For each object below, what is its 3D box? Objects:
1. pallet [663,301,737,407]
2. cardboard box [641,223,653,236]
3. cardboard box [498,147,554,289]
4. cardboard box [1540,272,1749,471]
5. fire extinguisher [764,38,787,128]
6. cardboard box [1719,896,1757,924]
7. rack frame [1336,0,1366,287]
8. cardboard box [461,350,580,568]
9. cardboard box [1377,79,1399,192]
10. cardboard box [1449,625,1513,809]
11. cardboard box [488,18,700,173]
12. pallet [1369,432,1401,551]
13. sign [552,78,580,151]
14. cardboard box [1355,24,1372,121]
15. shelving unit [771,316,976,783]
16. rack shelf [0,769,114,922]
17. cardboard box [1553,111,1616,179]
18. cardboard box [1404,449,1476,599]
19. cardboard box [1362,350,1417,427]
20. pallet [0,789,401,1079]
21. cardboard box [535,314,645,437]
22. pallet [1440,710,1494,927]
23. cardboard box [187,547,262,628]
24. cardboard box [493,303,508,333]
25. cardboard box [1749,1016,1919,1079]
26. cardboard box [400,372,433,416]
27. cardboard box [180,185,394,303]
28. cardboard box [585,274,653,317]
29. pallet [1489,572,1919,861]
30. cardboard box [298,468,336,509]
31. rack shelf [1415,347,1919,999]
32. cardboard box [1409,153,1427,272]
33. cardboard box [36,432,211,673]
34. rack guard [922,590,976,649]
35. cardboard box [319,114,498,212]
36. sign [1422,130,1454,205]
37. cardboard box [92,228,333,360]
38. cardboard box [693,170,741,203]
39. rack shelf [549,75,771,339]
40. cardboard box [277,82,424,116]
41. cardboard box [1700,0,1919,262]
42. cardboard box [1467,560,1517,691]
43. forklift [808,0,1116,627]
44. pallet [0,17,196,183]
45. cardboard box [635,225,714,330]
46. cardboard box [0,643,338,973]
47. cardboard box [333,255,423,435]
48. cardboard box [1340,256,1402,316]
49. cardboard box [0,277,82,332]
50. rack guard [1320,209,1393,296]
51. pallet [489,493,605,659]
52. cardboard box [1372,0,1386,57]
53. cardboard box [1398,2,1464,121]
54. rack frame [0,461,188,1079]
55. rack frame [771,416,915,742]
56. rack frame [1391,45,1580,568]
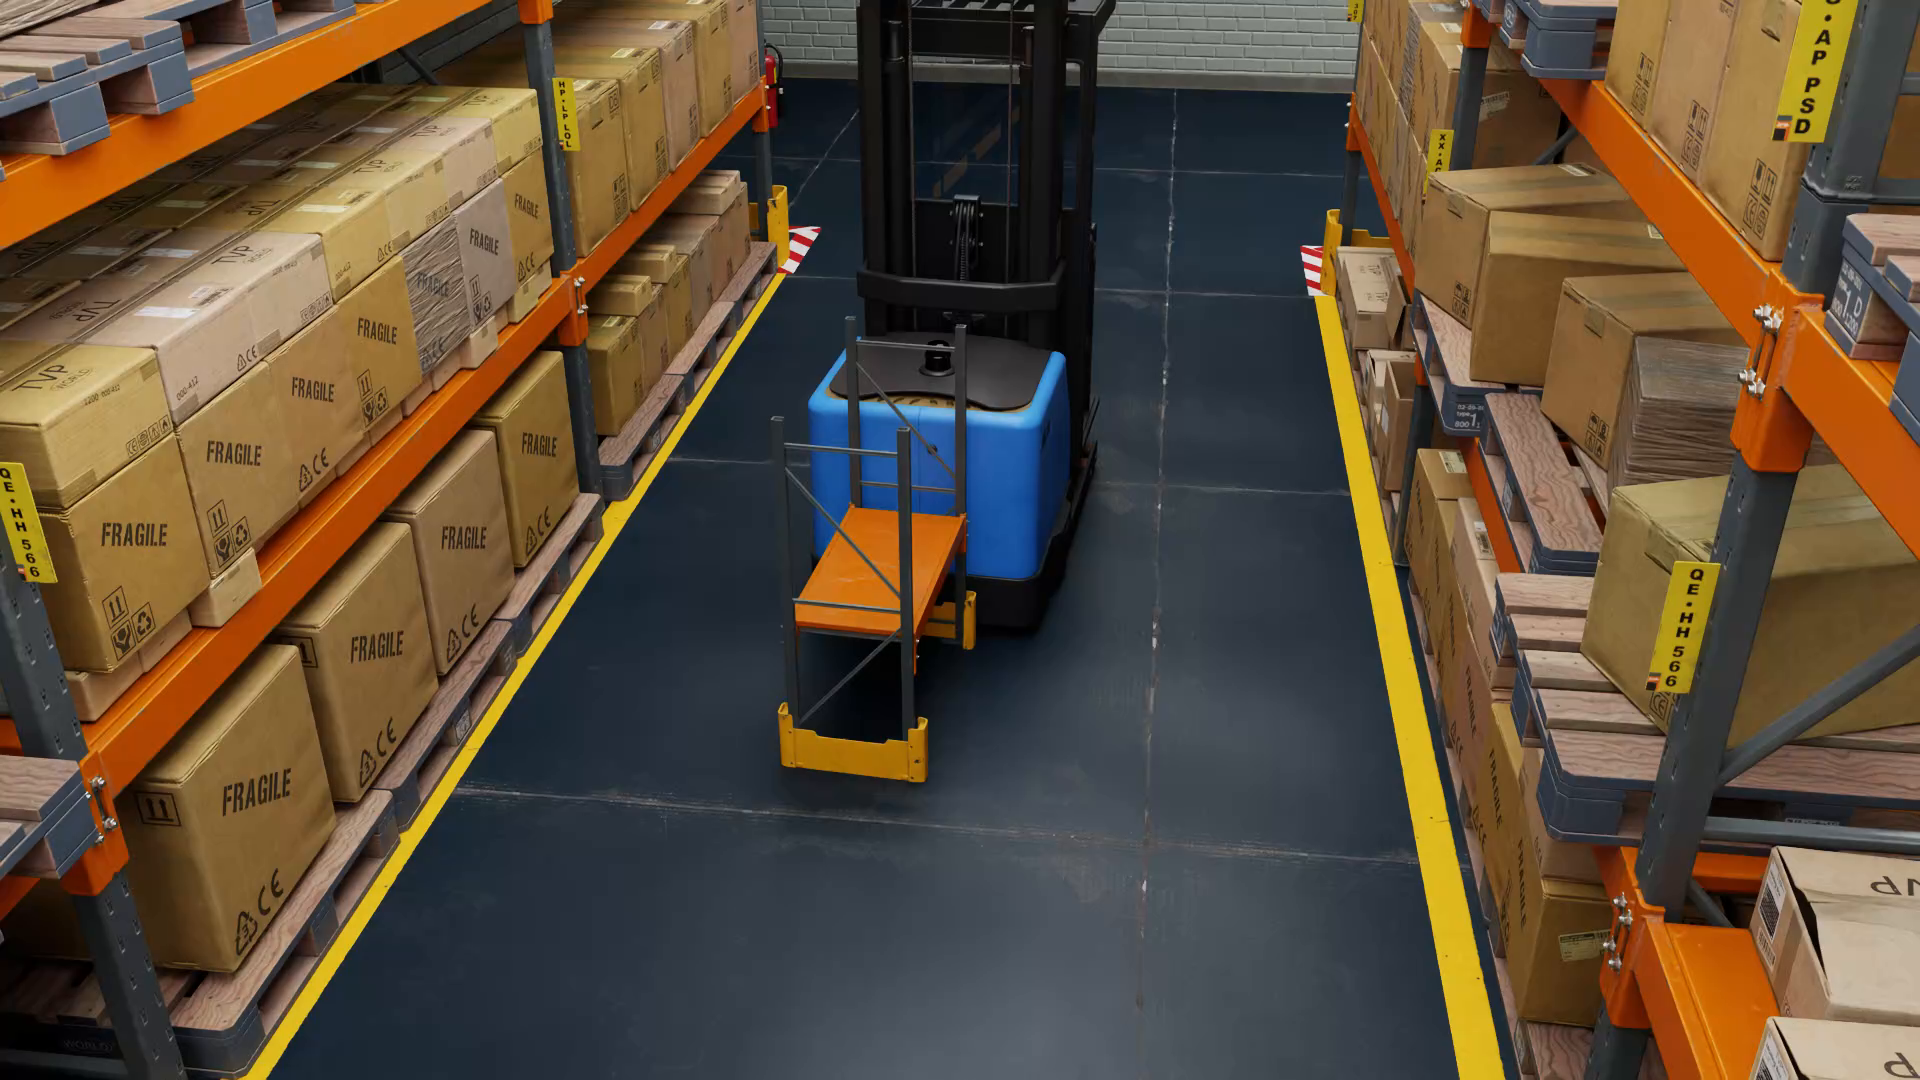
[{"bbox_3d":[-2.005,-1.177,10.212,1.003,0.211,1.213,3,28,6],"label":"pallet"},{"bbox_3d":[-2.125,-1.987,10.285,0.380,0.149,0.250,4,29,7],"label":"cardboard box"},{"bbox_3d":[-2.129,-1.427,7.296,0.500,0.500,0.500,3,28,5],"label":"cardboard box"},{"bbox_3d":[2.439,-0.583,5.621,0.700,0.500,0.500,-4,29,-7],"label":"cardboard box"},{"bbox_3d":[-1.356,-3.204,11.509,0.296,0.674,0.183,3,28,6],"label":"fire extinguisher"},{"bbox_3d":[2.502,1.156,5.113,0.500,0.500,0.500,2,28,4],"label":"cardboard box"},{"bbox_3d":[3.084,-3.072,10.789,1.000,3.000,0.127,3,28,6],"label":"rack frame"},{"bbox_3d":[-2.273,-0.400,7.654,0.750,0.750,0.750,4,29,7],"label":"cardboard box"},{"bbox_3d":[2.583,-2.208,9.080,0.500,0.500,0.500,4,29,7],"label":"cardboard box"},{"bbox_3d":[2.107,0.656,6.042,0.500,0.500,0.500,2,28,4],"label":"cardboard box"},{"bbox_3d":[-2.066,-2.548,9.501,0.980,0.700,0.700,2,28,4],"label":"cardboard box"},{"bbox_3d":[2.679,-0.285,8.556,1.003,0.211,1.213,3,28,6],"label":"pallet"},{"bbox_3d":[-1.783,-1.923,7.520,0.100,0.325,0.005,3,28,6],"label":"sign"},{"bbox_3d":[2.768,-2.922,10.406,0.500,0.500,0.500,4,29,7],"label":"cardboard box"},{"bbox_3d":[-0.319,0.011,6.649,0.587,1.500,1.083,5,29,10],"label":"shelving unit"},{"bbox_3d":[-3.058,1.666,2.754,1.077,0.370,4.000,3,28,6],"label":"rack shelf"},{"bbox_3d":[2.931,-1.879,7.415,0.500,0.500,0.500,4,29,8],"label":"cardboard box"},{"bbox_3d":[2.293,-0.069,7.387,0.500,0.500,0.500,2,28,4],"label":"cardboard box"},{"bbox_3d":[2.474,-0.837,9.012,0.500,0.311,0.500,3,28,6],"label":"cardboard box"},{"bbox_3d":[-2.641,1.269,5.673,1.003,0.211,1.213,3,28,6],"label":"pallet"},{"bbox_3d":[-2.129,-0.906,8.961,0.700,0.500,0.500,4,29,7],"label":"cardboard box"},{"bbox_3d":[2.385,1.000,6.172,1.003,0.211,1.213,3,28,6],"label":"pallet"},{"bbox_3d":[-2.387,0.130,5.090,0.380,0.149,0.250,4,29,8],"label":"cardboard box"},{"bbox_3d":[-2.167,-0.958,7.110,0.380,0.149,0.250,4,29,8],"label":"cardboard box"},{"bbox_3d":[1.802,1.143,3.060,0.500,0.311,0.500,3,28,6],"label":"cardboard box"},{"bbox_3d":[-2.282,-0.602,6.449,0.380,0.149,0.250,3,28,5],"label":"cardboard box"},{"bbox_3d":[-2.323,-1.034,5.776,0.500,0.250,0.500,3,28,5],"label":"cardboard box"},{"bbox_3d":[-1.906,-1.342,9.087,0.380,0.149,0.250,4,29,8],"label":"cardboard box"},{"bbox_3d":[2.117,0.455,4.445,1.213,0.211,1.003,3,28,6],"label":"pallet"},{"bbox_3d":[-2.413,-0.239,5.775,0.380,0.149,0.250,4,29,7],"label":"cardboard box"},{"bbox_3d":[2.349,0.069,5.718,1.077,0.370,4.000,3,28,6],"label":"rack shelf"},{"bbox_3d":[2.401,-1.483,7.735,0.500,0.500,0.500,4,29,7],"label":"cardboard box"},{"bbox_3d":[-2.499,0.010,4.628,0.500,0.500,0.500,4,29,8],"label":"cardboard box"},{"bbox_3d":[-0.221,0.329,7.375,0.587,0.250,0.087,5,29,10],"label":"rack guard"},{"bbox_3d":[-2.198,-1.514,6.667,0.500,0.250,0.500,4,29,7],"label":"cardboard box"},{"bbox_3d":[2.055,-1.598,7.141,0.100,0.325,0.005,3,28,6],"label":"sign"},{"bbox_3d":[-2.379,-0.794,5.330,0.500,0.250,0.500,4,29,7],"label":"cardboard box"},{"bbox_3d":[-1.654,-2.322,10.906,0.380,0.149,0.250,3,28,6],"label":"cardboard box"},{"bbox_3d":[-2.078,-2.100,9.744,1.077,0.370,4.000,3,28,6],"label":"rack shelf"},{"bbox_3d":[-2.638,-1.788,7.175,0.500,0.250,0.500,4,29,8],"label":"cardboard box"},{"bbox_3d":[2.124,-0.878,3.449,0.910,0.500,0.500,3,28,6],"label":"cardboard box"},{"bbox_3d":[2.109,0.308,5.897,0.500,0.250,0.500,3,28,5],"label":"cardboard box"},{"bbox_3d":[0.126,-1.583,8.098,1.130,2.935,3.031,6,29,10],"label":"forklift"},{"bbox_3d":[-2.787,-1.136,4.232,1.213,0.211,1.003,5,29,9],"label":"pallet"},{"bbox_3d":[-1.941,-1.635,10.315,0.700,0.500,0.500,2,28,5],"label":"cardboard box"},{"bbox_3d":[-2.593,0.831,5.369,0.750,0.750,0.750,3,28,6],"label":"cardboard box"},{"bbox_3d":[-2.308,-0.715,5.974,0.500,0.500,0.500,4,29,8],"label":"cardboard box"},{"bbox_3d":[2.675,-1.580,10.456,0.500,0.250,0.500,3,28,6],"label":"cardboard box"},{"bbox_3d":[-2.948,-0.578,4.930,0.500,0.250,0.500,2,28,5],"label":"cardboard box"},{"bbox_3d":[3.075,-1.936,11.316,1.175,0.500,0.348,3,28,6],"label":"rack guard"},{"bbox_3d":[-2.343,0.120,7.805,1.003,0.211,1.213,3,28,6],"label":"pallet"},{"bbox_3d":[2.712,-3.116,9.712,0.500,0.500,0.500,4,29,7],"label":"cardboard box"},{"bbox_3d":[2.521,-2.405,8.392,0.500,0.500,0.500,4,29,7],"label":"cardboard box"},{"bbox_3d":[-2.810,0.408,4.330,0.949,2.616,0.053,3,28,6],"label":"rack frame"},{"bbox_3d":[-0.421,0.251,6.202,0.500,1.500,0.032,5,29,10],"label":"rack frame"},{"bbox_3d":[2.594,-1.189,7.295,1.000,3.000,0.127,3,28,6],"label":"rack frame"}]
